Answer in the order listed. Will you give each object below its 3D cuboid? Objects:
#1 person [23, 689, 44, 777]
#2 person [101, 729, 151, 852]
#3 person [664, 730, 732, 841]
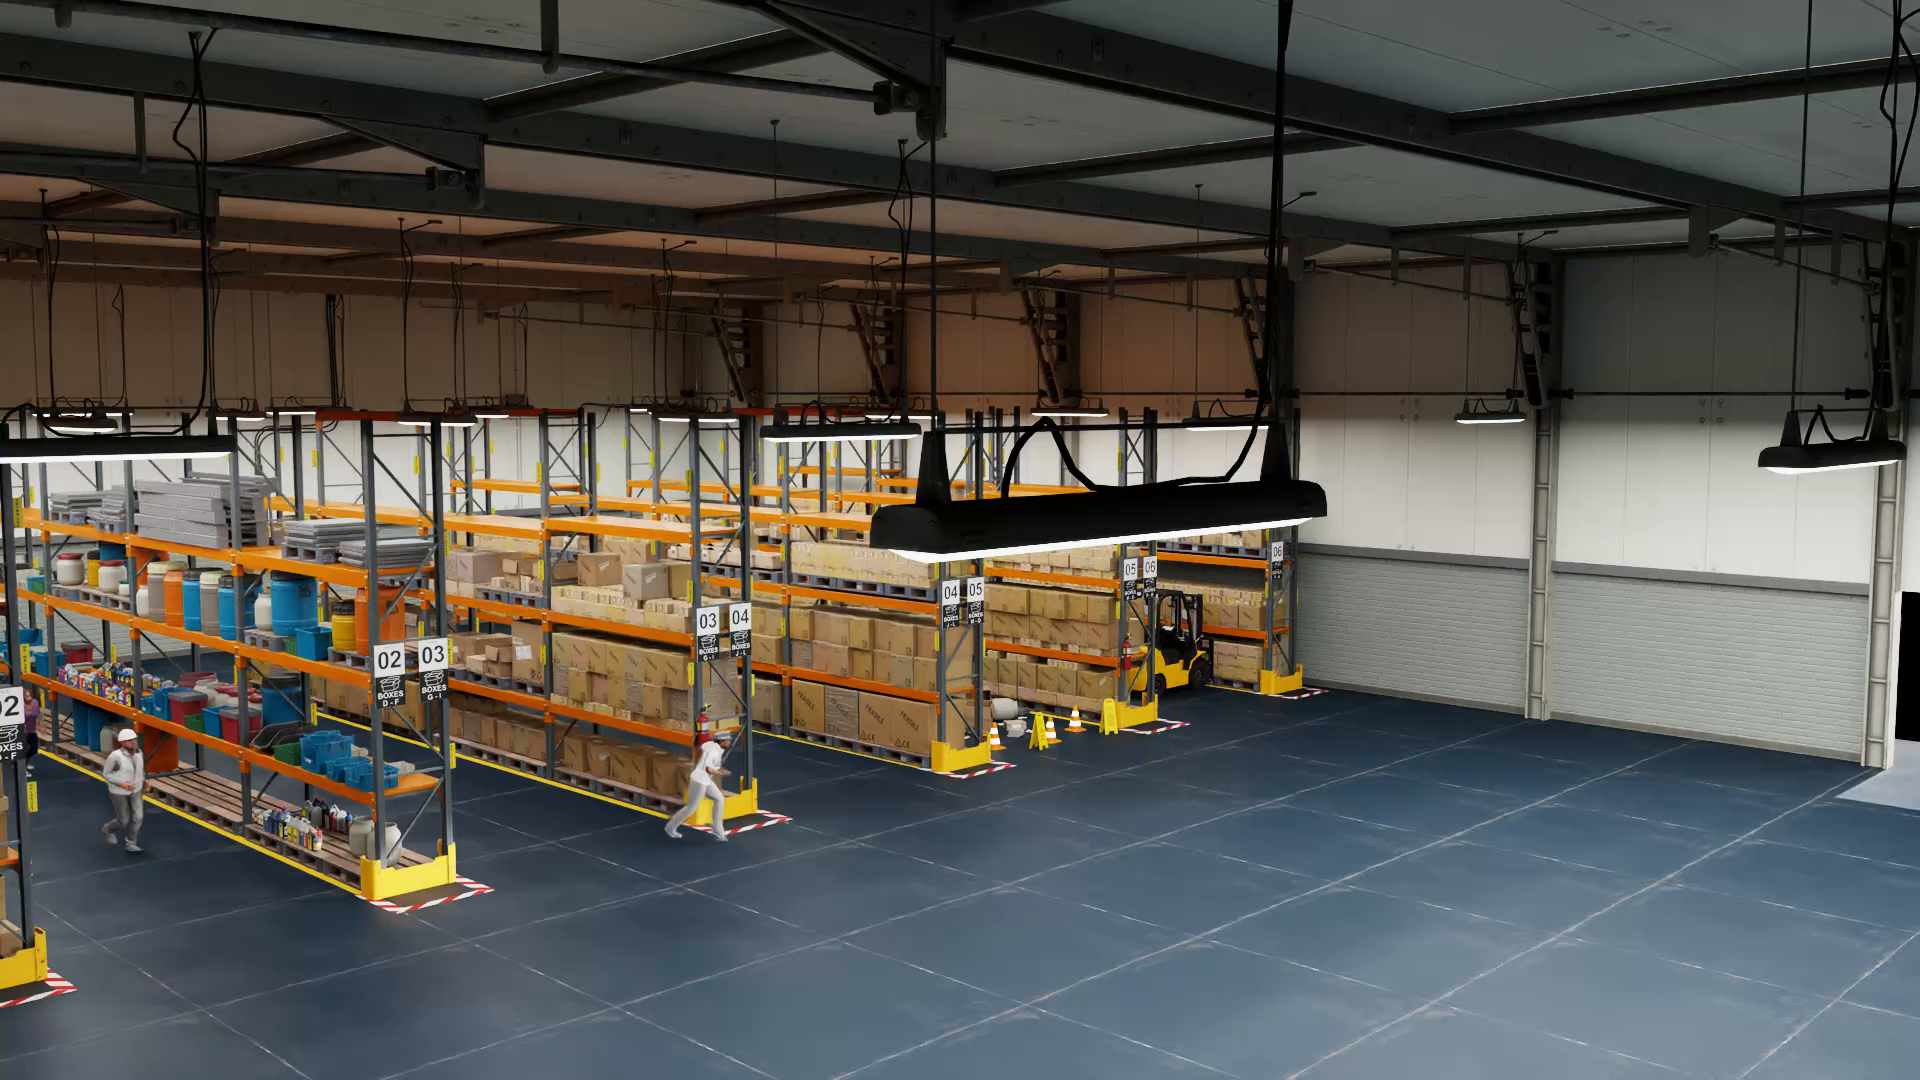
[{"bbox_3d":[-15.433,3.158,27.400,0.733,1.502,0.515,3,6,32],"label":"person"},{"bbox_3d":[-11.563,3.448,22.976,0.756,1.725,0.654,3,6,31],"label":"person"},{"bbox_3d":[-3.702,3.494,23.506,0.978,1.621,0.618,-1,5,-7],"label":"person"}]
